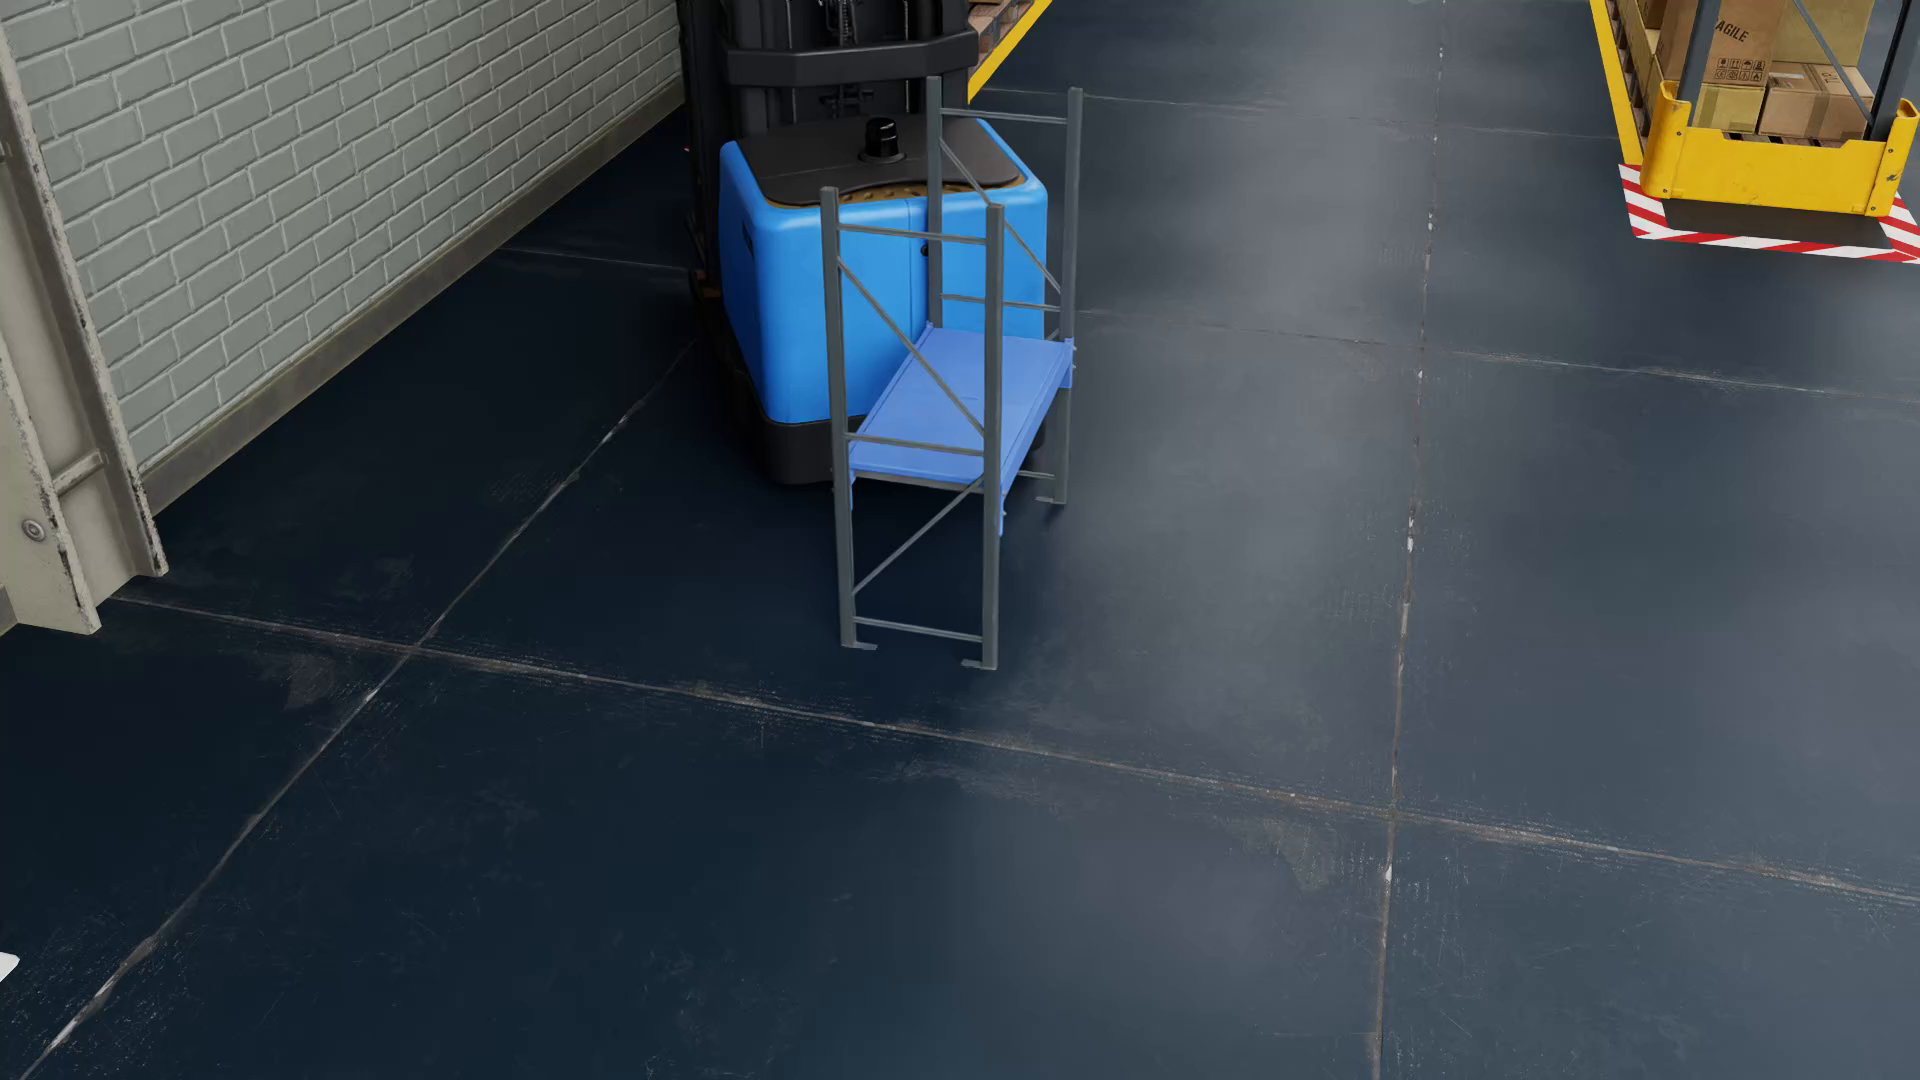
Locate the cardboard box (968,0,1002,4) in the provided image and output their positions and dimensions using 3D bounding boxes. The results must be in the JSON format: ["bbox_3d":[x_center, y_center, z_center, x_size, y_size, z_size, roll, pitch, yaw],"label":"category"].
[{"bbox_3d":[-0.033,-3.868,10.959,0.700,0.500,0.500,6,33,9],"label":"cardboard box"}]

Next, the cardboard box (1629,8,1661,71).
[{"bbox_3d":[4.208,-2.905,9.695,0.500,0.250,0.500,8,33,12],"label":"cardboard box"}]

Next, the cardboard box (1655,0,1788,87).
[{"bbox_3d":[3.965,-2.701,8.675,0.500,0.500,0.500,8,33,12],"label":"cardboard box"}]

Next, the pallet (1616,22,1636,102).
[{"bbox_3d":[4.582,-2.905,10.123,1.003,0.211,1.213,8,33,12],"label":"pallet"}]

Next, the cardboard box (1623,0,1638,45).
[{"bbox_3d":[4.337,-3.164,10.102,0.500,0.250,0.500,8,33,12],"label":"cardboard box"}]

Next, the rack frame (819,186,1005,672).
[{"bbox_3d":[-0.129,-0.270,4.776,0.500,1.500,0.032,8,33,13],"label":"rack frame"}]

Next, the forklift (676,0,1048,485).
[{"bbox_3d":[-0.572,-2.217,6.505,1.130,2.935,3.031,-9,33,-13],"label":"forklift"}]

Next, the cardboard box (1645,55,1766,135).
[{"bbox_3d":[3.967,-2.384,8.875,0.500,0.250,0.500,8,33,12],"label":"cardboard box"}]

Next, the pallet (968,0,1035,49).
[{"bbox_3d":[-0.104,-3.632,11.266,1.003,0.211,1.213,8,33,12],"label":"pallet"}]

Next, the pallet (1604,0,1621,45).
[{"bbox_3d":[4.890,-3.541,11.122,1.003,0.211,1.213,8,33,12],"label":"pallet"}]

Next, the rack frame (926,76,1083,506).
[{"bbox_3d":[0.137,-0.796,5.604,0.500,1.500,0.032,8,33,13],"label":"rack frame"}]

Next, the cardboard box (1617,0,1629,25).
[{"bbox_3d":[4.458,-3.424,10.512,0.500,0.250,0.500,8,33,12],"label":"cardboard box"}]

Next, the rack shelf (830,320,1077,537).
[{"bbox_3d":[0.004,-0.381,5.287,0.538,0.185,1.000,8,33,13],"label":"rack shelf"}]

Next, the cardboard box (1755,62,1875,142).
[{"bbox_3d":[4.468,-2.313,8.764,0.500,0.250,0.500,8,33,12],"label":"cardboard box"}]

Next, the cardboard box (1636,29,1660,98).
[{"bbox_3d":[4.083,-2.645,9.286,0.500,0.250,0.500,8,33,12],"label":"cardboard box"}]

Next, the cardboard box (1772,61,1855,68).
[{"bbox_3d":[4.592,-2.573,9.173,0.500,0.250,0.500,8,33,12],"label":"cardboard box"}]

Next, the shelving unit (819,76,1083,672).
[{"bbox_3d":[0.004,-0.533,5.190,0.538,1.500,1.048,8,33,13],"label":"shelving unit"}]

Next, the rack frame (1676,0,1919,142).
[{"bbox_3d":[4.117,-3.048,7.749,1.000,3.000,0.127,8,33,12],"label":"rack frame"}]

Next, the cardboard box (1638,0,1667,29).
[{"bbox_3d":[4.205,-3.222,9.494,0.500,0.500,0.500,8,33,12],"label":"cardboard box"}]

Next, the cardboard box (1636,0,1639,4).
[{"bbox_3d":[4.333,-3.481,9.902,0.500,0.500,0.500,8,33,12],"label":"cardboard box"}]

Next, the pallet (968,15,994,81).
[{"bbox_3d":[-0.416,-3.000,10.273,1.003,0.211,1.213,8,33,12],"label":"pallet"}]

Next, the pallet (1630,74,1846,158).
[{"bbox_3d":[4.271,-2.274,9.131,1.003,0.211,1.213,8,33,12],"label":"pallet"}]

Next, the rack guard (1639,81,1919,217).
[{"bbox_3d":[4.111,-1.981,8.400,1.175,0.500,0.348,8,33,12],"label":"rack guard"}]

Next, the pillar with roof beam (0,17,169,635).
[{"bbox_3d":[1.307,-3.034,2.135,9.100,9.000,0.400,8,33,12],"label":"pillar with roof beam"}]

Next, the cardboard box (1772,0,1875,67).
[{"bbox_3d":[4.593,-2.890,8.972,0.500,0.500,0.500,8,33,12],"label":"cardboard box"}]
